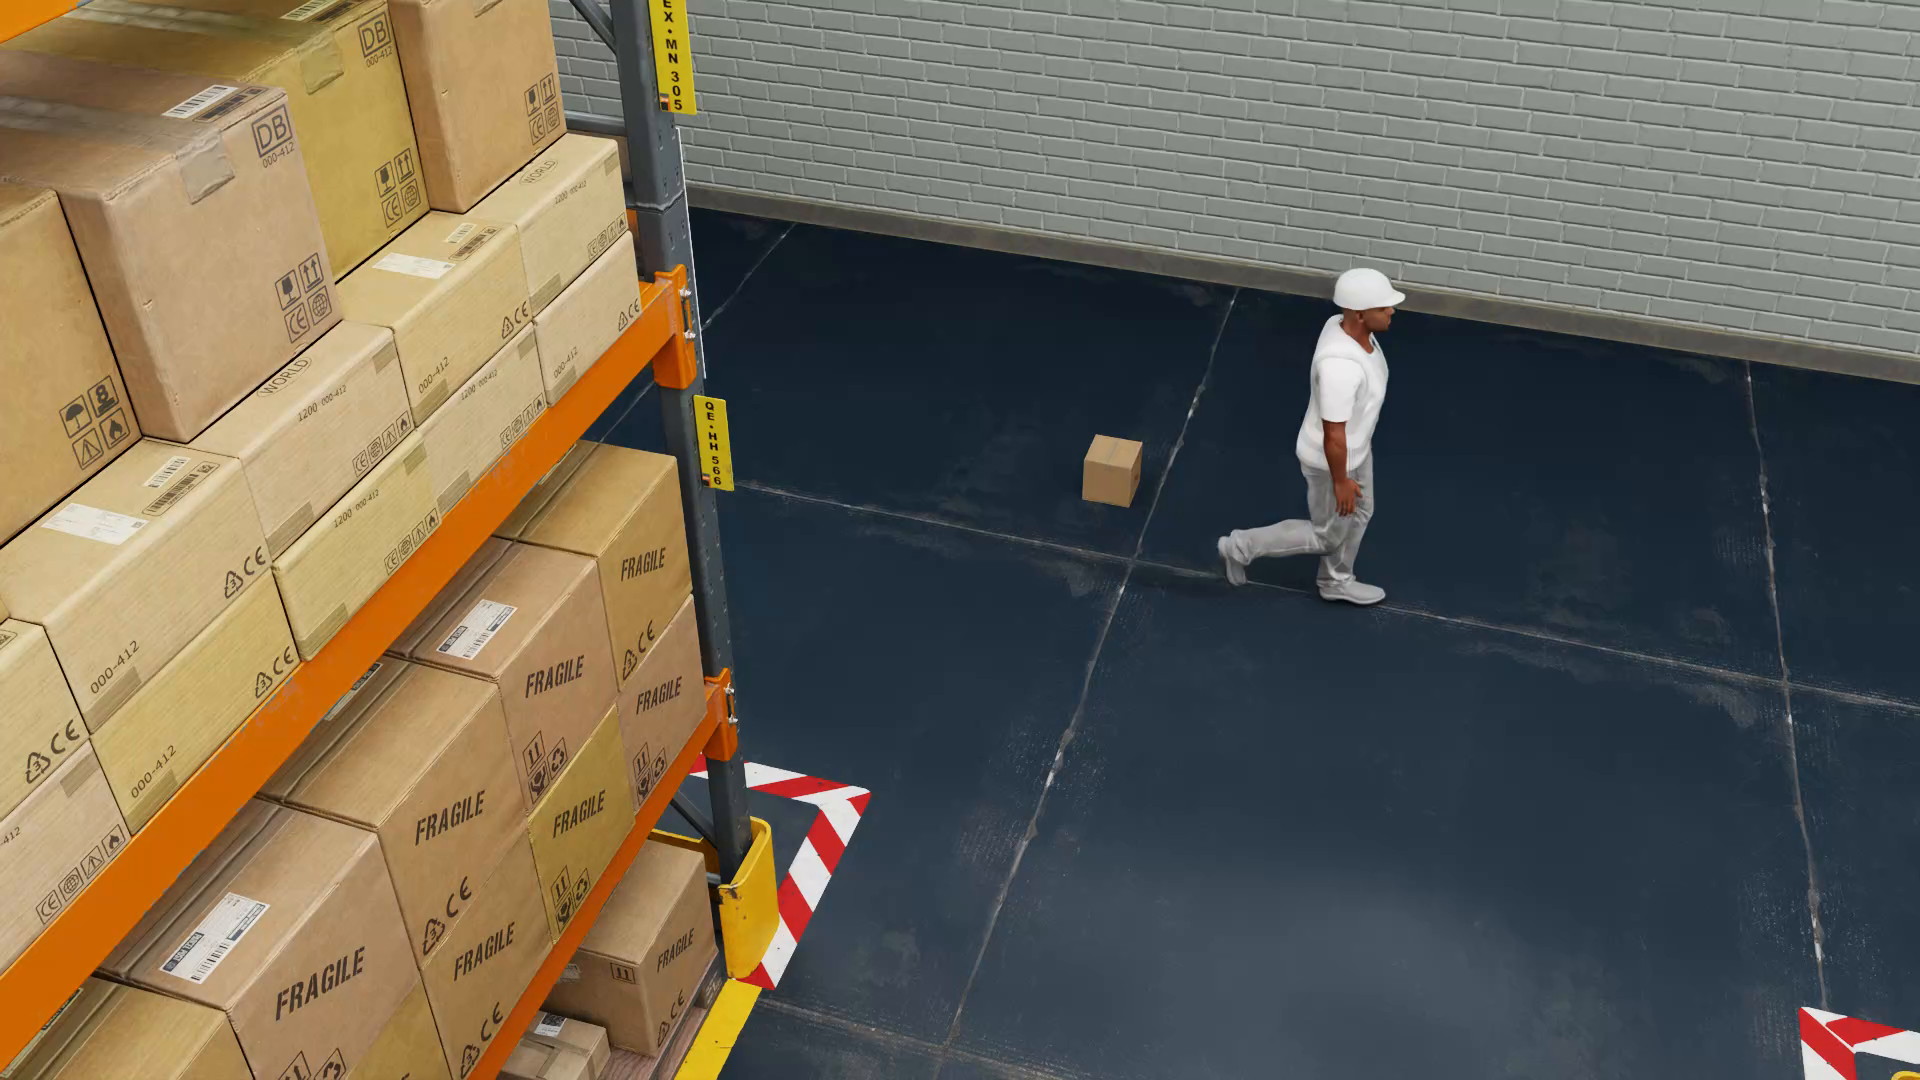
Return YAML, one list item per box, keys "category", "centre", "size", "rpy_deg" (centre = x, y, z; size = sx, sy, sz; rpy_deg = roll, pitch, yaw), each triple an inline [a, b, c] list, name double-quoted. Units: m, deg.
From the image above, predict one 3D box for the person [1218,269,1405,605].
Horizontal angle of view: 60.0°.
- category: "person"
  centre: [1.619, -0.425, 7.428]
  size: [0.779, 1.742, 0.604]
  rpy_deg: [13, 39, 17]
